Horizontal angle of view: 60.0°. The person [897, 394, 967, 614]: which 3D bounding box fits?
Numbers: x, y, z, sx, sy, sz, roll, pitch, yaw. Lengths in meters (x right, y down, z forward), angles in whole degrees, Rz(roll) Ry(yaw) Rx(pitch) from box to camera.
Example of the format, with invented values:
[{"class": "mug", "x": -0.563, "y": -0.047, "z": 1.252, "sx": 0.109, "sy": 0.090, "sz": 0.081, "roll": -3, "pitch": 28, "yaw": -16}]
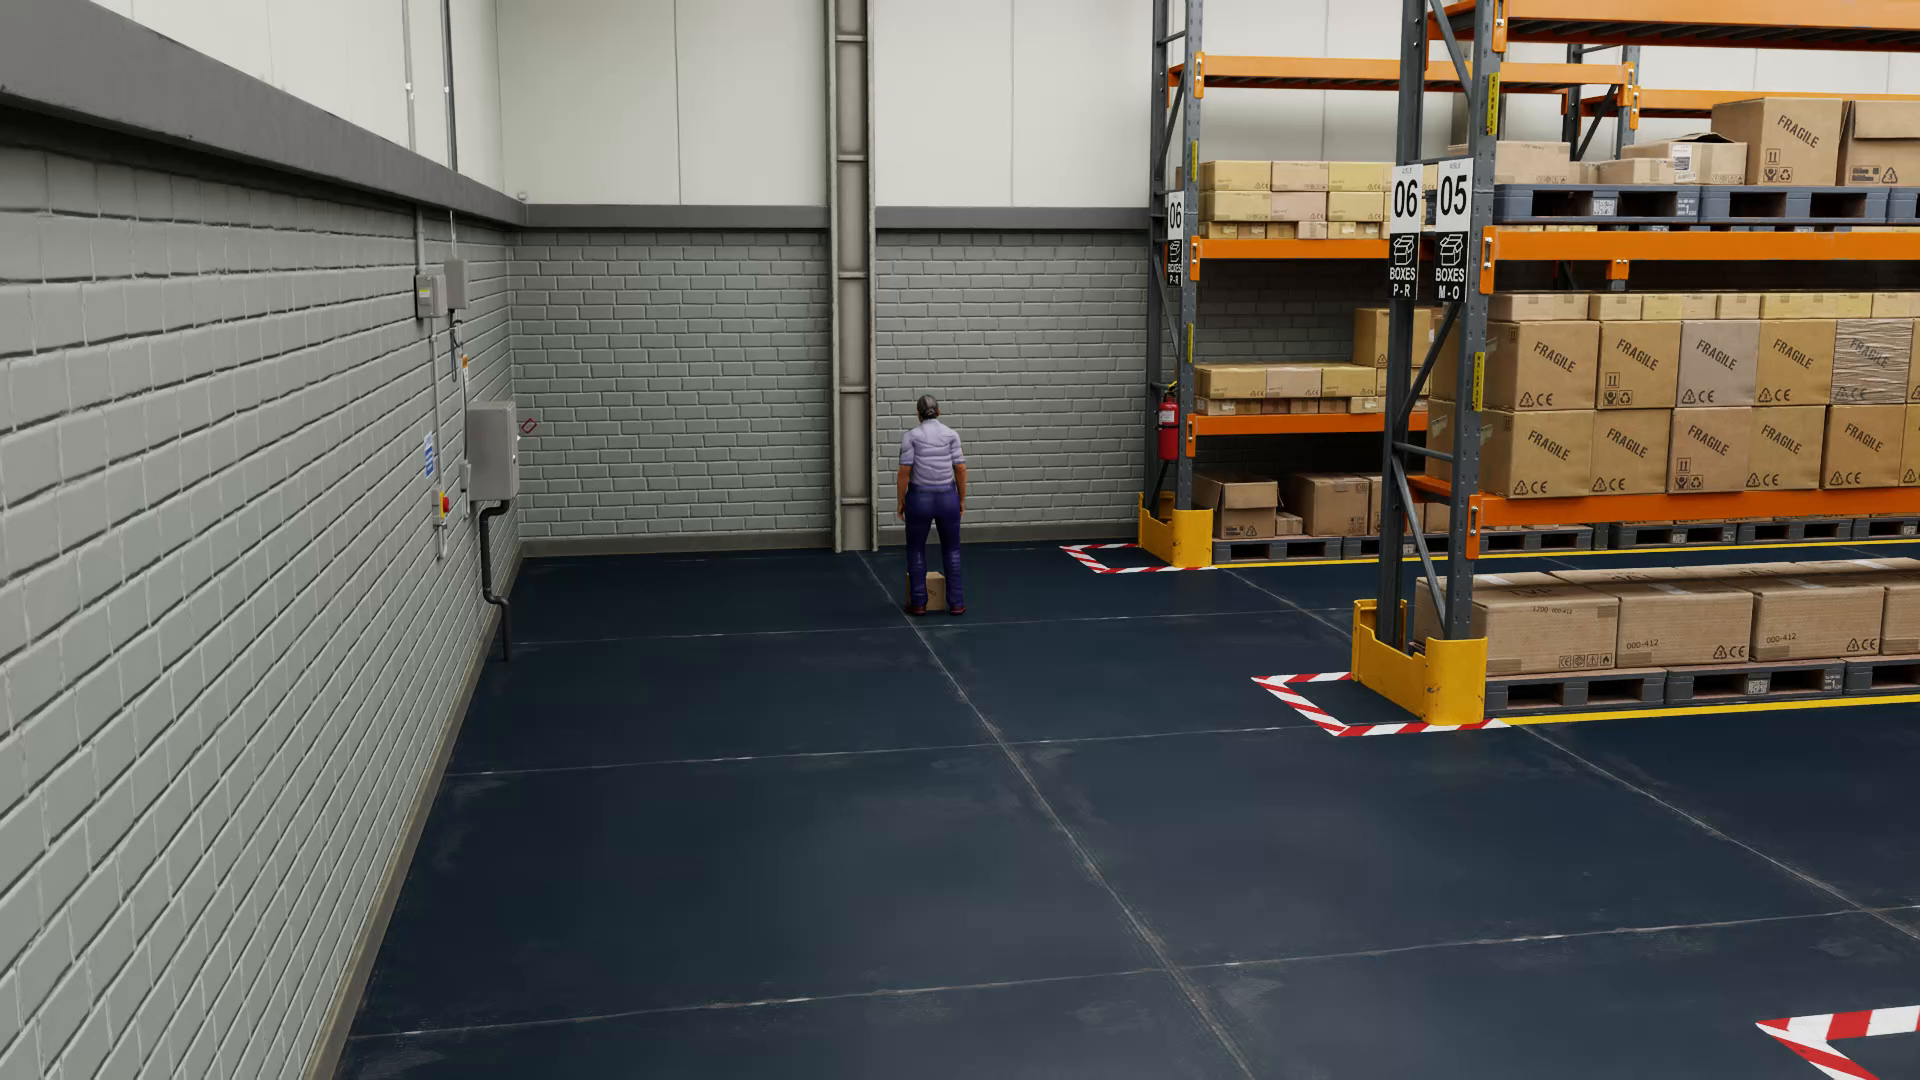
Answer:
[{"class": "person", "x": -0.204, "y": -0.261, "z": 12.437, "sx": 0.531, "sy": 1.652, "sz": 0.413, "roll": -2, "pitch": 10, "yaw": -11}]
